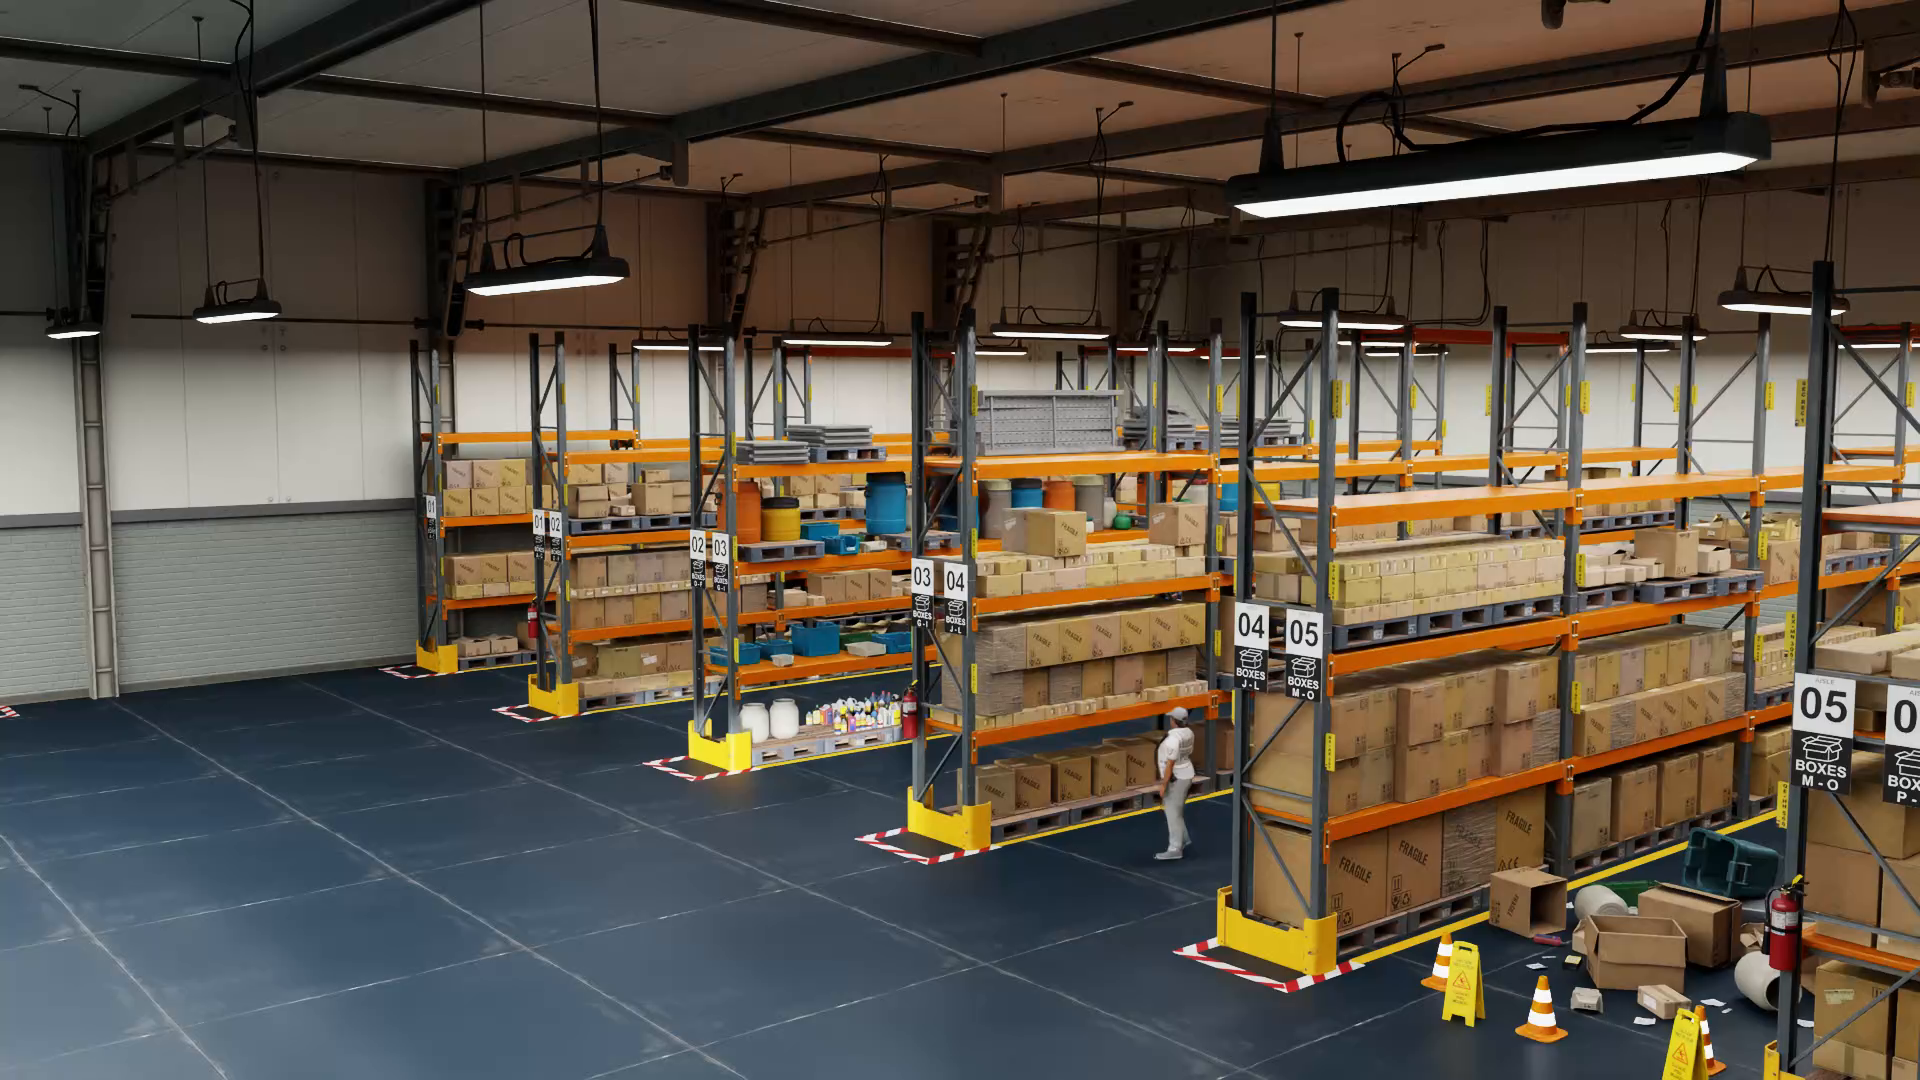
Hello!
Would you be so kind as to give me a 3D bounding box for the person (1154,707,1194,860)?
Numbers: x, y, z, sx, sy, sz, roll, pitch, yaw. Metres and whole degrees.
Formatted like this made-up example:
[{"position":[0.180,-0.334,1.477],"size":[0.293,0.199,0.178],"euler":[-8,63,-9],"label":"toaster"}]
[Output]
[{"position":[2.353,2.669,18.270],"size":[0.426,1.708,0.557],"euler":[1,5,15],"label":"person"}]
